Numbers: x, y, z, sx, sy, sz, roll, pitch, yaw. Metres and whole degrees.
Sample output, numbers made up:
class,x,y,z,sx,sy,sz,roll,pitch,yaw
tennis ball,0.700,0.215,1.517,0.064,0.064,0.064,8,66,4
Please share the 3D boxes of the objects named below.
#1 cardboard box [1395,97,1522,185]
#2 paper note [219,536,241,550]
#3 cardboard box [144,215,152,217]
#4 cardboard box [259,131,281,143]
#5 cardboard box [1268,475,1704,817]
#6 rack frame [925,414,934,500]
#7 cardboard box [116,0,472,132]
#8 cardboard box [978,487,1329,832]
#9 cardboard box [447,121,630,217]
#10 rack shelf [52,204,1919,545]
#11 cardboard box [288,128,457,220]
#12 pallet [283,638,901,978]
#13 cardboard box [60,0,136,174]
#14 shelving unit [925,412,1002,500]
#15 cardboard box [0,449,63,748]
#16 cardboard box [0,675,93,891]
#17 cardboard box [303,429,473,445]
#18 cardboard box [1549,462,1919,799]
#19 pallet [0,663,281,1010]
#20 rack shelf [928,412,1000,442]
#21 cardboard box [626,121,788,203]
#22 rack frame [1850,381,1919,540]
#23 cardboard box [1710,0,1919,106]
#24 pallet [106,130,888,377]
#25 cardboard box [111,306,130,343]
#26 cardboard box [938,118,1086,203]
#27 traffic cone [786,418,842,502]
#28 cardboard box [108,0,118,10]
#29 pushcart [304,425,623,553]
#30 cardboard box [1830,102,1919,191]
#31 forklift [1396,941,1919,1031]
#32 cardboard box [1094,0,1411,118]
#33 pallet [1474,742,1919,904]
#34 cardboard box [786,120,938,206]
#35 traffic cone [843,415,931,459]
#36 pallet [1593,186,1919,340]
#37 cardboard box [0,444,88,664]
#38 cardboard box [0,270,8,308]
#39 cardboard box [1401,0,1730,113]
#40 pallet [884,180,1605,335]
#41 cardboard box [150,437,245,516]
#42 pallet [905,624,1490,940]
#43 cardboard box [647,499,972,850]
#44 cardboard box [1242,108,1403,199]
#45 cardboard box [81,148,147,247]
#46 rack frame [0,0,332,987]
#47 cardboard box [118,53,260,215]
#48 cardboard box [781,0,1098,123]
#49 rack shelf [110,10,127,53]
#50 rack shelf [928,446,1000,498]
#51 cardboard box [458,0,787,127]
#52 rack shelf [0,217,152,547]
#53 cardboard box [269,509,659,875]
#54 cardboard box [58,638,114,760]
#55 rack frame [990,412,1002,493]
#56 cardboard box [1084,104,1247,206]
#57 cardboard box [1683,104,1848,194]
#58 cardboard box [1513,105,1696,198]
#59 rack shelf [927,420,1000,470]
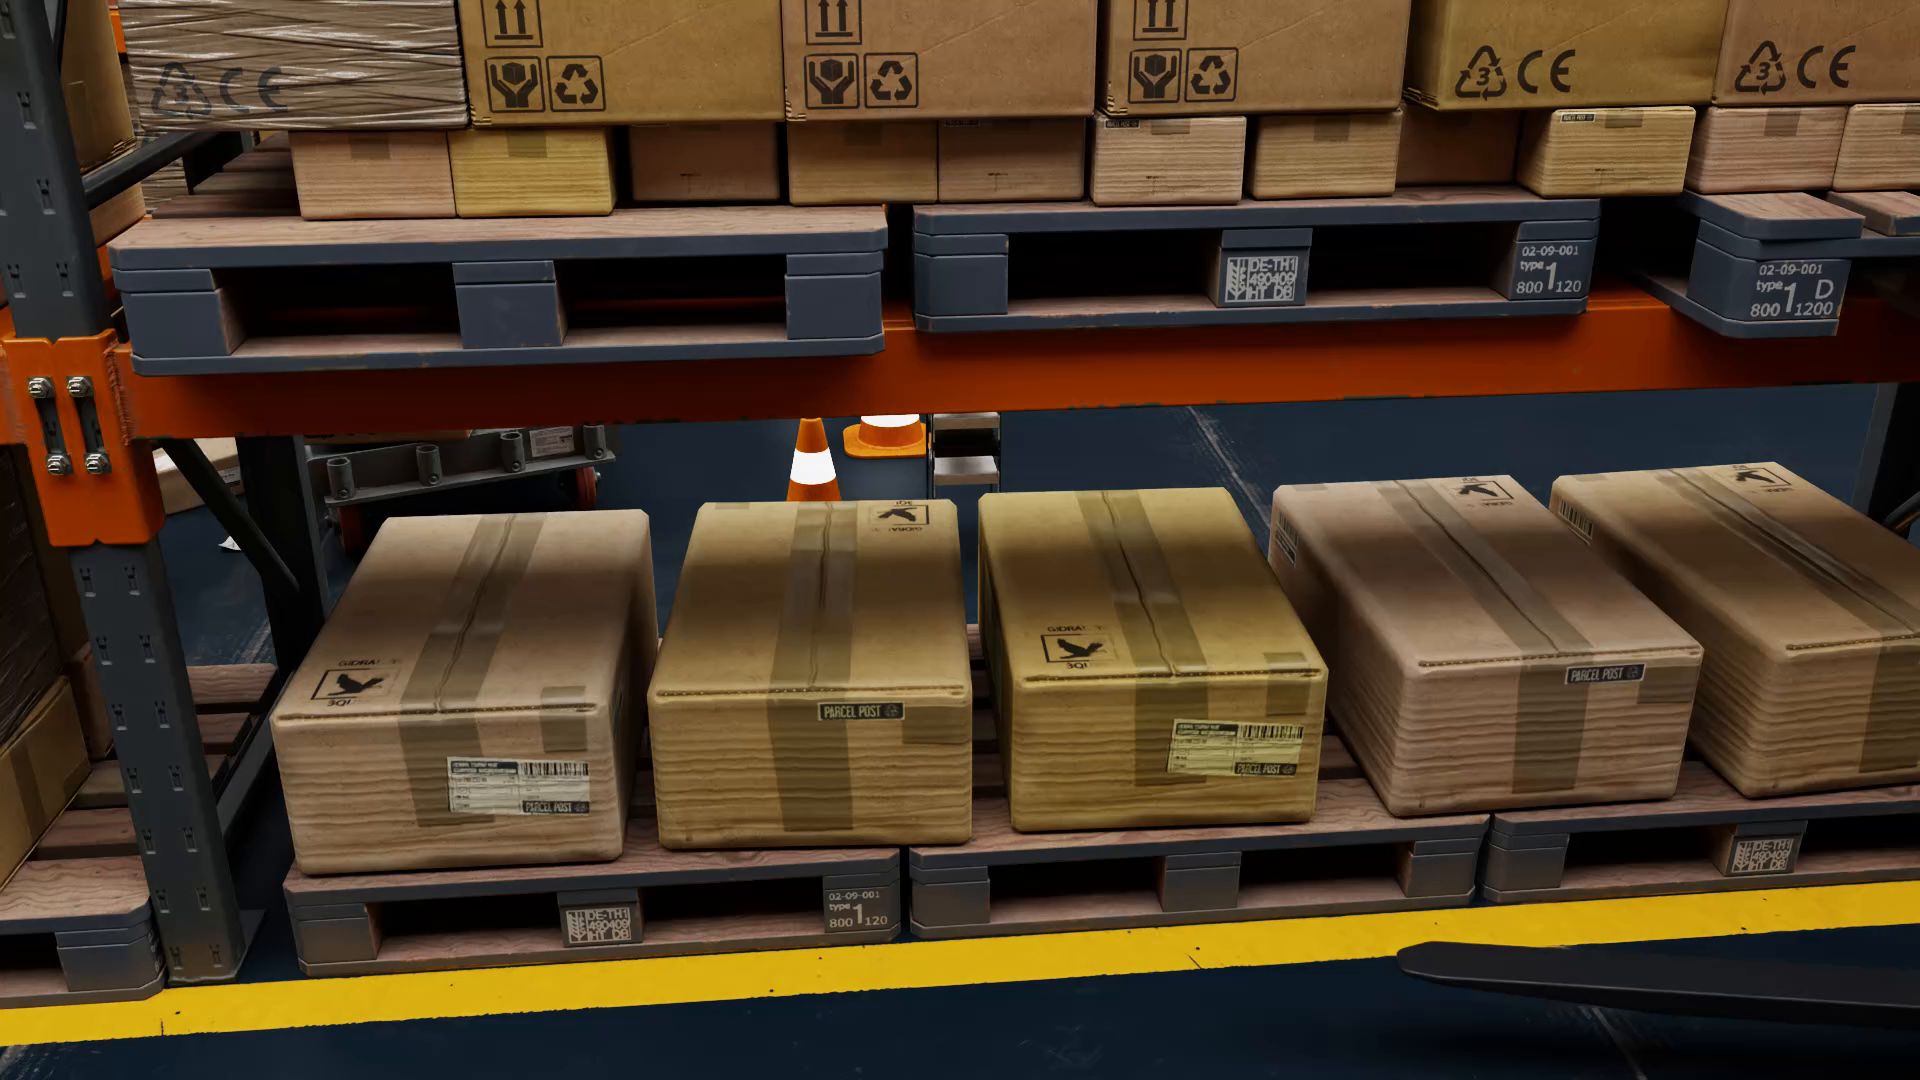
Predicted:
class,x,y,z,sx,sy,sz,roll,pitch,yaw
cardboard box,0.844,-0.773,3.089,0.250,0.149,0.380,-2,24,-5
paper note,-2.237,-0.007,5.228,0.142,0.019,0.148,-2,24,-5
cardboard box,-3.573,-1.074,7.048,0.500,0.500,0.500,2,24,4
cardboard box,-2.762,-1.916,7.967,0.875,0.875,0.875,-2,24,-4
cardboard box,1.142,0.205,3.814,0.625,0.372,0.950,-3,24,-6
rack frame,-0.093,-0.407,5.059,0.006,0.900,0.240,-2,24,-5
cardboard box,-1.047,-0.972,2.737,0.500,0.500,0.500,-2,24,-4
cardboard box,0.387,0.233,3.751,0.625,0.372,0.950,-2,24,-3
cardboard box,-0.711,-0.673,2.864,0.250,0.149,0.380,-2,24,-4
rack shelf,0.449,-0.447,3.447,4.000,0.370,1.077,-2,24,-5
cardboard box,-0.961,-0.667,2.850,0.250,0.149,0.380,-2,24,-4
pallet,-0.767,0.547,3.759,1.213,0.211,1.003,-2,24,-5
cardboard box,-2.007,-0.972,3.255,0.500,0.500,0.500,-2,24,-5
shelving unit,0.008,-0.412,5.068,0.210,0.900,0.258,-2,24,-5
cardboard box,-2.104,0.159,3.145,0.500,0.500,0.500,-3,24,-6
cardboard box,-2.104,0.501,3.297,0.500,0.250,0.500,-1,24,-3
cardboard box,-1.747,-0.618,5.091,0.500,0.500,0.500,-2,24,-5
cardboard box,1.876,0.172,3.888,0.625,0.372,0.950,-4,24,-9
pallet,-2.207,0.620,3.595,1.213,0.211,1.003,-2,24,-5
rack shelf,0.008,-0.381,5.081,0.200,0.077,0.258,-2,24,-5
cardboard box,-0.437,-0.716,2.959,0.250,0.149,0.380,-1,24,-2
rack frame,2.439,-0.855,3.481,0.127,3.000,1.000,-2,24,-5
cardboard box,1.500,-1.073,2.965,0.500,0.500,0.500,-3,24,-6
pallet,-0.767,-0.580,3.097,1.213,0.211,1.003,-2,24,-5
cardboard box,-3.093,-0.591,5.793,0.503,0.637,0.797,-2,24,-5
cardboard box,0.070,-0.718,2.965,0.250,0.149,0.380,-2,24,-5
traffic cone,-0.445,-0.152,5.021,0.334,0.463,0.336,-2,24,-5
cardboard box,-3.589,-2.736,7.528,0.550,0.550,0.875,-2,24,-5
pushcart,-1.816,-0.417,5.723,0.936,0.377,1.648,-11,26,-23
cardboard box,1.630,-0.756,3.050,0.250,0.149,0.380,-2,24,-6
forklift,2.267,-0.194,2.079,3.031,2.935,1.130,2,24,5
cardboard box,0.455,-1.031,2.870,0.500,0.500,0.500,-3,24,-7
pallet,1.661,0.450,3.978,1.213,0.211,1.003,-2,24,-5
cardboard box,-0.177,-0.709,2.944,0.250,0.149,0.380,-2,24,-4
traffic cone,-0.255,-0.567,5.957,0.334,0.463,0.336,-2,24,-5
pallet,1.740,-0.696,3.359,1.003,0.211,1.213,-2,24,-5
cardboard box,-2.155,-0.059,3.635,0.500,0.500,0.500,-1,24,-3
cardboard box,-1.832,-0.445,2.867,0.250,0.149,0.380,-3,24,-6
cardboard box,0.998,-1.052,2.918,0.500,0.500,0.500,-4,24,-9
pallet,0.473,-0.672,3.305,1.213,0.211,1.003,-2,24,-5
cardboard box,-2.563,-0.281,5.555,0.258,0.266,0.396,22,32,40
pallet,0.450,0.497,3.872,1.213,0.211,1.003,-2,24,-5
cardboard box,-0.305,0.261,3.687,0.625,0.372,0.950,-1,24,-2
cardboard box,0.602,-0.730,2.992,0.250,0.149,0.380,-3,24,-7
cardboard box,-1.887,-0.698,3.436,0.250,0.149,0.380,-2,24,-5
rack frame,-1.542,-0.695,3.122,0.127,3.000,1.000,-2,24,-5
cardboard box,-3.658,-1.879,7.883,0.875,0.875,0.875,-2,24,-5
cardboard box,-0.055,-1.006,2.814,0.500,0.500,0.500,-2,24,-5
rack shelf,-4.119,-2.284,7.580,4.000,0.370,1.077,-2,24,-5
rack shelf,0.008,-0.217,5.155,0.200,0.077,0.258,-2,24,-5
cardboard box,-0.549,-0.992,2.782,0.500,0.500,0.500,-2,24,-5
rack shelf,-3.532,-0.287,3.088,4.000,0.370,1.077,-2,24,-5
cardboard box,-1.020,0.291,3.619,0.625,0.372,0.950,-2,24,-4
cardboard box,-2.155,0.284,3.787,0.500,0.250,0.500,-3,24,-8
rack frame,0.109,-0.416,5.077,0.006,0.900,0.240,-2,24,-5
cardboard box,0.339,-0.708,2.941,0.250,0.149,0.380,-1,24,-3
cardboard box,1.379,-0.749,3.035,0.250,0.149,0.380,-3,24,-8
cardboard box,1.106,-0.732,2.997,0.250,0.149,0.380,-2,24,-4
rack shelf,0.008,-0.299,5.118,0.200,0.077,0.258,-2,24,-5
